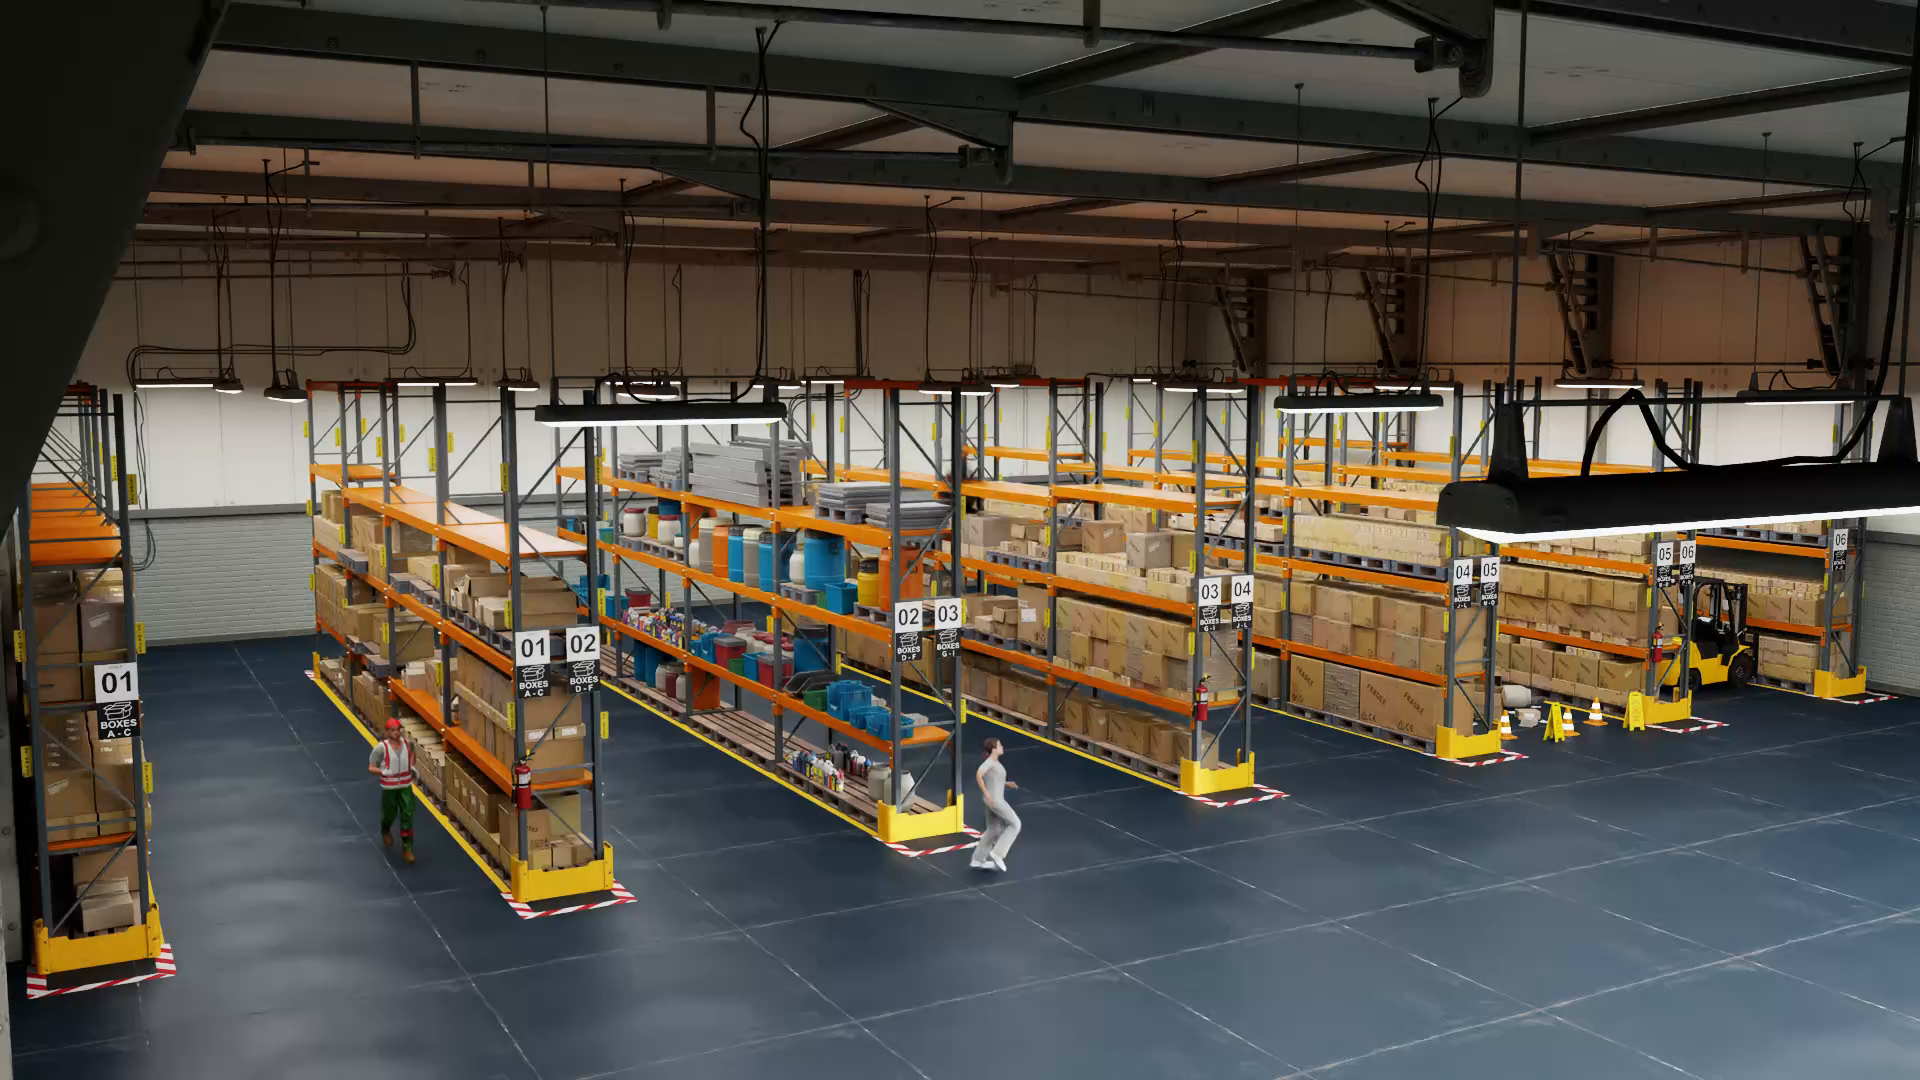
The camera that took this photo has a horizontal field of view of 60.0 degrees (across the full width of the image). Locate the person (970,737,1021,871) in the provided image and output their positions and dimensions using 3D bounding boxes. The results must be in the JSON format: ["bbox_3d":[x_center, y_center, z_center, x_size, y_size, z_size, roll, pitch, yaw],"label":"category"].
[{"bbox_3d":[0.436,3.299,20.874,0.624,1.635,0.568,0,6,-4],"label":"person"}]

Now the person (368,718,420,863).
[{"bbox_3d":[-7.213,3.161,21.265,0.656,1.786,0.987,-4,7,-35],"label":"person"}]
